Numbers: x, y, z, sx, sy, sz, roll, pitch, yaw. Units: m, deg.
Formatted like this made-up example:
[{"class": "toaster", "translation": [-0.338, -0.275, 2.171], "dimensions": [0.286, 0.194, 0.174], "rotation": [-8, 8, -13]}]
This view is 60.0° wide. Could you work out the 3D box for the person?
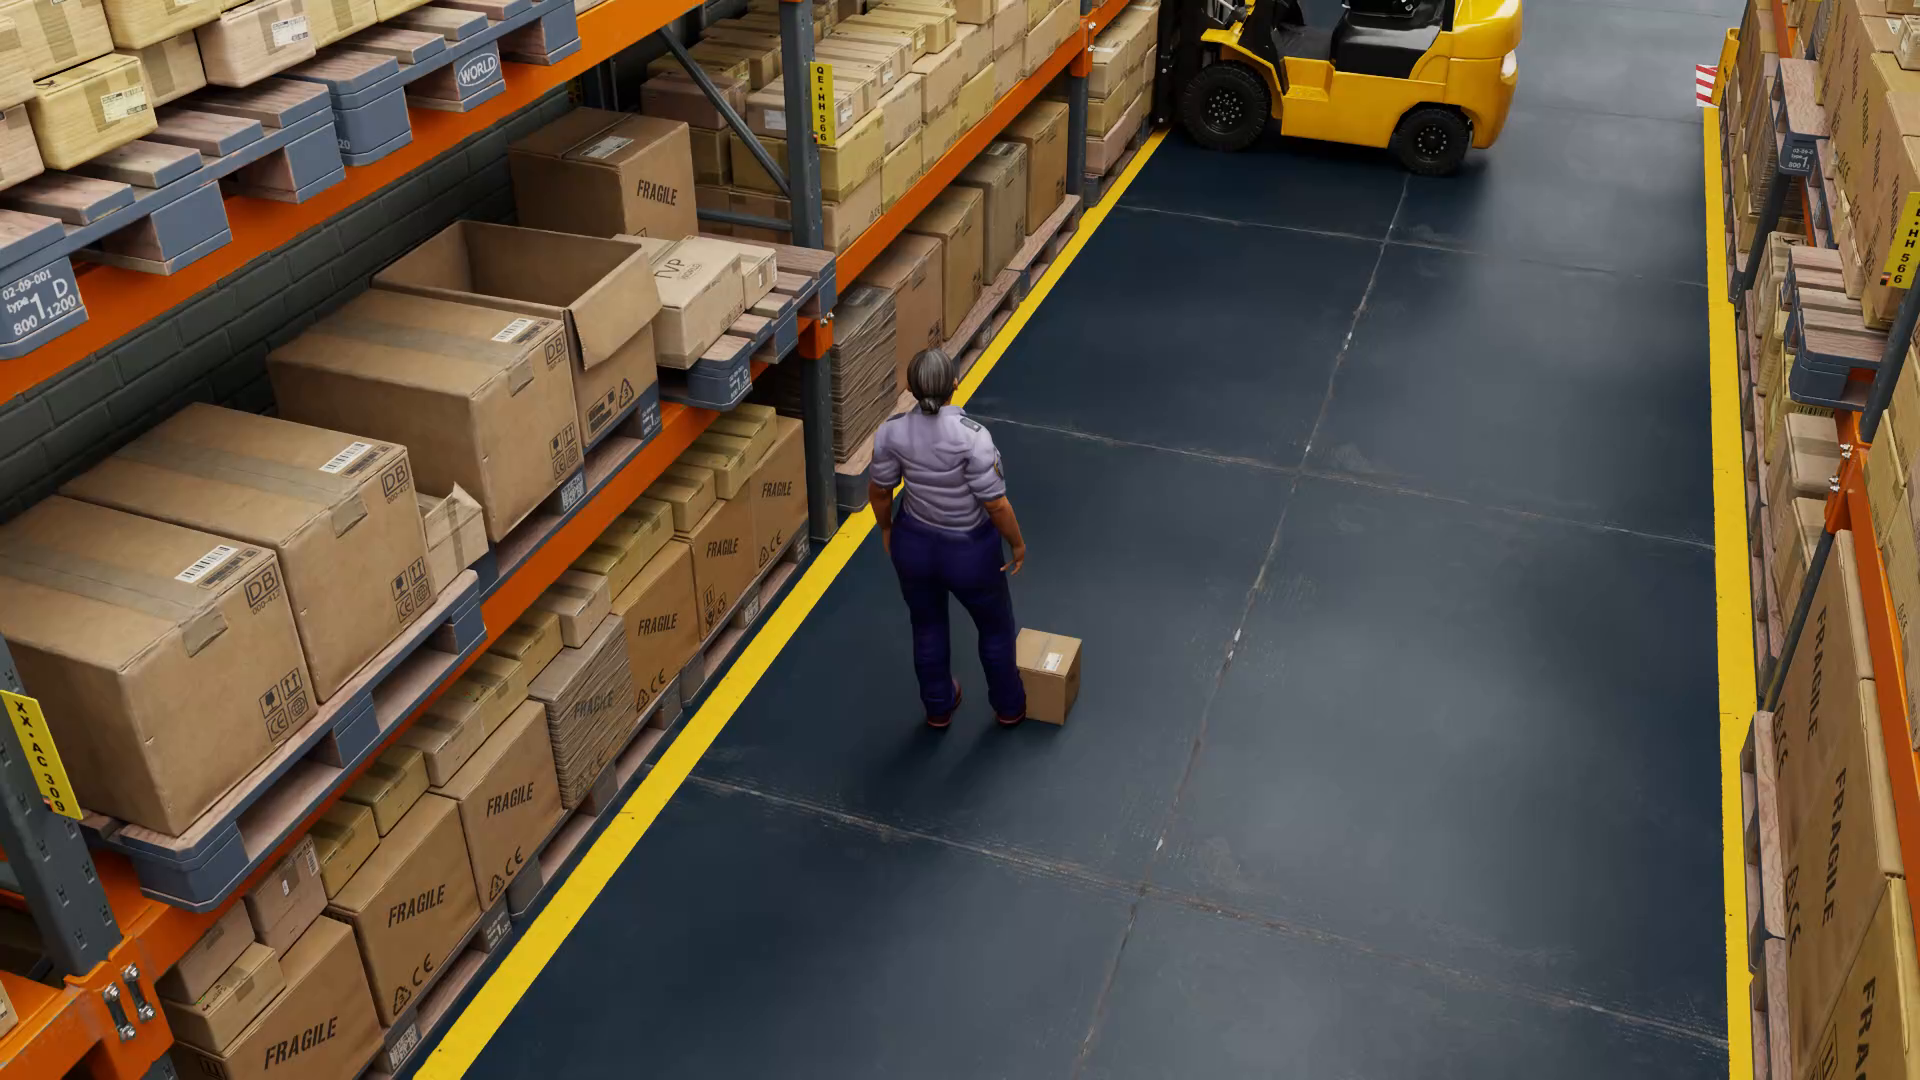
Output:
[{"class": "person", "translation": [-0.001, -0.006, 6.157], "dimensions": [0.598, 1.638, 0.502], "rotation": [11, 35, 16]}]
